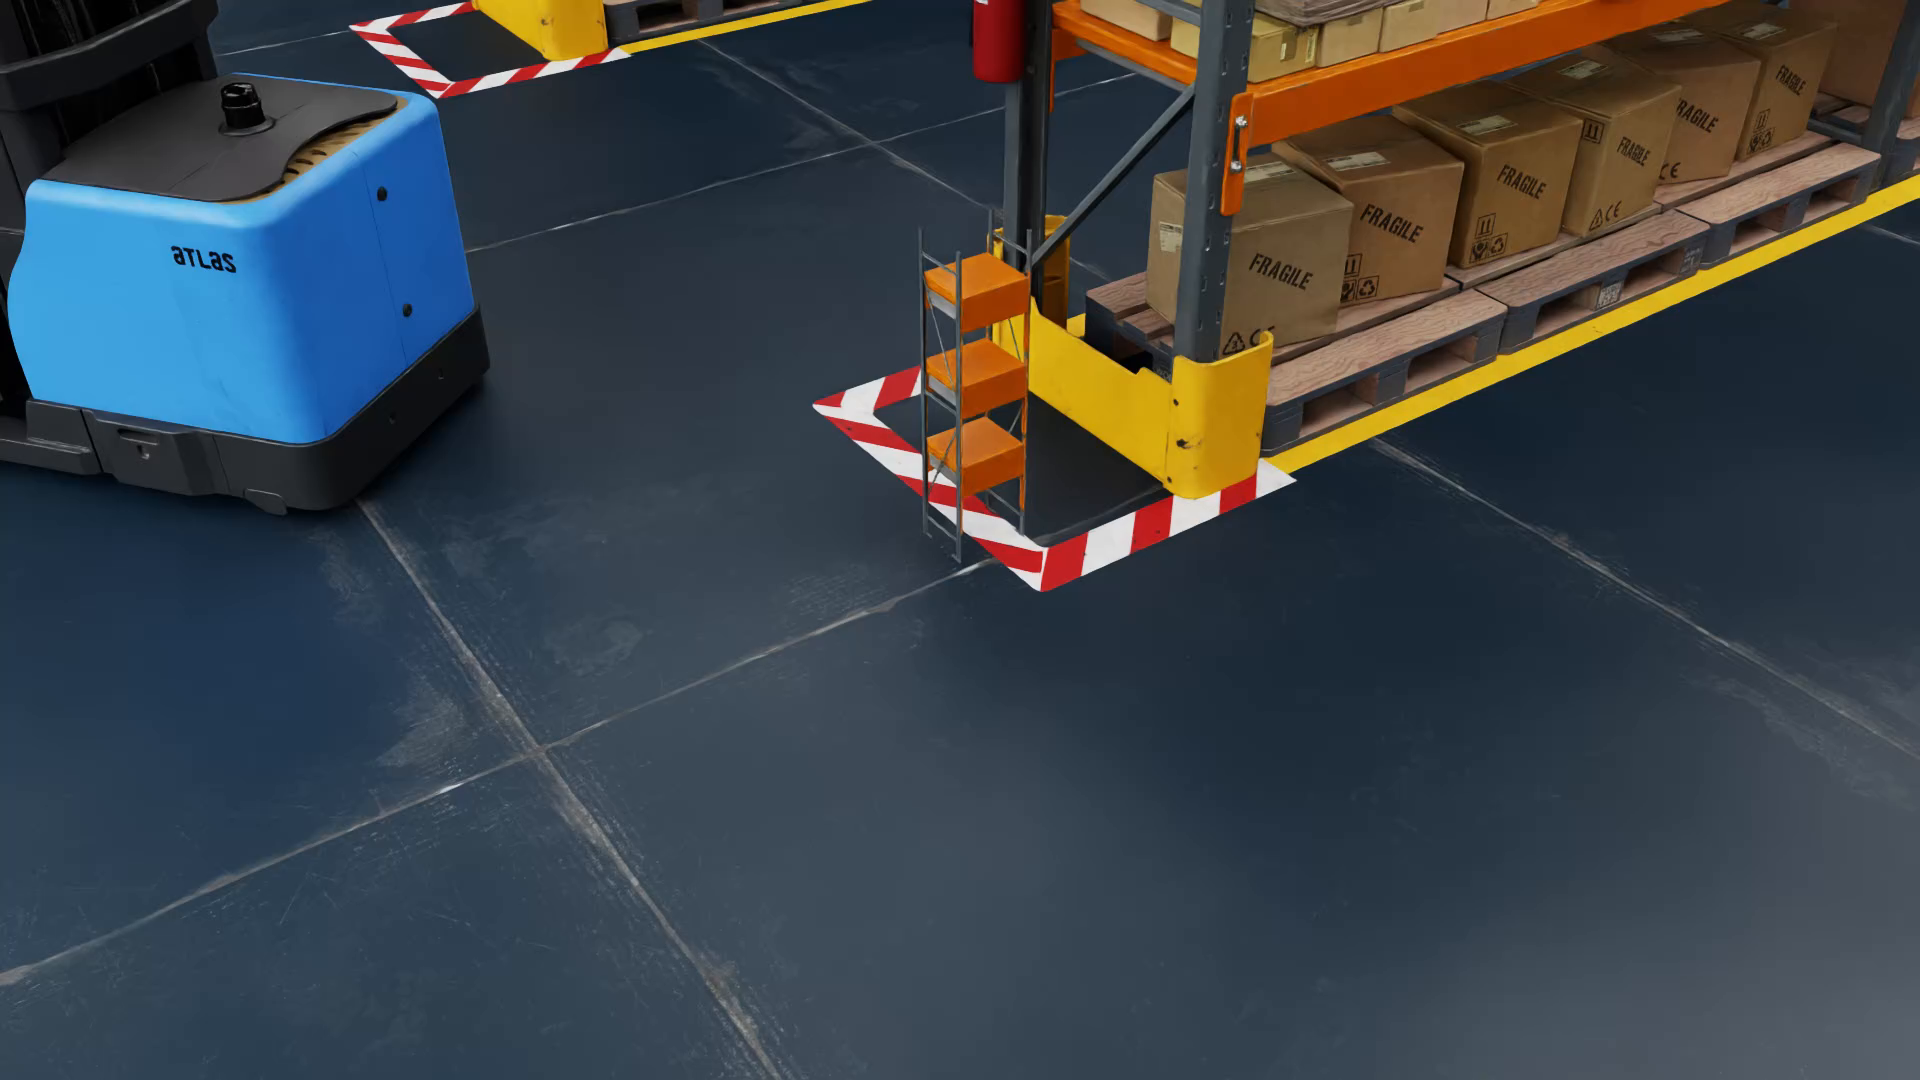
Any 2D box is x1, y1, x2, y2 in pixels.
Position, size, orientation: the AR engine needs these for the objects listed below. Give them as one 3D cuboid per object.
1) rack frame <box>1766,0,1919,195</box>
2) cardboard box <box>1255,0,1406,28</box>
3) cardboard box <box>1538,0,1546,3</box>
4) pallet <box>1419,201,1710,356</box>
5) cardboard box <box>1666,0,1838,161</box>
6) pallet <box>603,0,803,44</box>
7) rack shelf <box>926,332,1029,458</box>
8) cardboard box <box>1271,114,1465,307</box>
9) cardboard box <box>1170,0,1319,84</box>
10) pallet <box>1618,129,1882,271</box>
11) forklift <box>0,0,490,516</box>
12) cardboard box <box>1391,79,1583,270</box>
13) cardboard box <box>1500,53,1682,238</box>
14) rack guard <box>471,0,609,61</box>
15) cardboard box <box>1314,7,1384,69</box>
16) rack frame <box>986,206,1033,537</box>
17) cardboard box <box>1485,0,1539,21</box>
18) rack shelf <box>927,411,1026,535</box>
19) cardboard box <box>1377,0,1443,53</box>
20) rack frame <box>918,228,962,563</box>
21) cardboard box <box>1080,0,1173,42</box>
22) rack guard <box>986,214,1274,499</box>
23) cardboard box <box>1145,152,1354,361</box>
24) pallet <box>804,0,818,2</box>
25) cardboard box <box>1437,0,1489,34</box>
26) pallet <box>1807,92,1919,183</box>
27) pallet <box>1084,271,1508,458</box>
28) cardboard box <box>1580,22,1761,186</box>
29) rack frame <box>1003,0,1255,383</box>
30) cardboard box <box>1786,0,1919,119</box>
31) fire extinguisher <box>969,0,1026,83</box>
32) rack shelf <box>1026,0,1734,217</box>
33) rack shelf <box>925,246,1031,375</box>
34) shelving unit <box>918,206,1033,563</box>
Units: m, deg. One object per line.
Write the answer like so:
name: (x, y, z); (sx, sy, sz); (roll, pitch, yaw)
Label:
rack frame: (3.755, -2.992, 6.841); (0.127, 3.000, 1.000); (-22, 41, -28)
cardboard box: (0.951, -1.980, 5.094); (0.500, 0.500, 0.875); (-22, 41, -28)
cardboard box: (1.874, -1.950, 5.608); (0.250, 0.149, 0.380); (-22, 41, -28)
pallet: (2.228, -1.205, 6.744); (1.213, 0.211, 1.003); (-22, 41, -28)
cardboard box: (3.405, -2.032, 7.288); (0.500, 0.500, 0.500); (-24, 42, -29)
pallet: (-1.666, -3.197, 9.515); (1.213, 0.211, 1.003); (-22, 41, -28)
rack shelf: (0.044, -0.436, 4.975); (0.240, 0.259, 0.215); (-22, 41, -28)
cardboard box: (1.474, -1.222, 6.161); (0.500, 0.500, 0.500); (-12, 37, -16)
cardboard box: (0.856, -1.527, 5.019); (0.250, 0.149, 0.380); (-22, 41, -28)
pallet: (3.226, -1.617, 7.318); (1.213, 0.211, 1.003); (-22, 41, -28)
forklift: (-3.270, -1.753, 5.178); (3.031, 2.935, 1.130); (10, 37, 13)
cardboard box: (1.997, -1.423, 6.441); (0.500, 0.500, 0.500); (-18, 40, -24)
cardboard box: (2.479, -1.590, 6.673); (0.500, 0.500, 0.500); (-26, 43, -32)
rack guard: (-2.333, -3.044, 9.054); (0.348, 0.500, 1.175); (-22, 41, -28)
cardboard box: (1.071, -1.602, 5.123); (0.250, 0.149, 0.380); (-22, 41, -28)
rack frame: (0.143, -0.485, 5.025); (0.008, 1.050, 0.200); (-22, 41, -28)
cardboard box: (1.685, -1.853, 5.473); (0.250, 0.149, 0.380); (-22, 41, -28)
rack shelf: (0.044, -0.210, 5.137); (0.240, 0.259, 0.215); (-22, 41, -28)
cardboard box: (1.284, -1.679, 5.230); (0.250, 0.149, 0.380); (-22, 41, -28)
rack frame: (-0.056, -0.403, 4.911); (0.008, 1.050, 0.200); (-22, 41, -28)
cardboard box: (0.599, -1.739, 5.314); (0.250, 0.149, 0.380); (-22, 41, -28)
rack guard: (0.548, -0.657, 5.736); (0.348, 0.500, 1.175); (-22, 41, -28)
cardboard box: (1.005, -1.004, 5.859); (0.500, 0.500, 0.500); (-15, 38, -20)
pallet: (-0.669, -3.605, 10.082); (1.213, 0.211, 1.003); (-22, 41, -28)
cardboard box: (1.476, -1.773, 5.361); (0.250, 0.149, 0.380); (-22, 41, -28)
pallet: (4.391, -2.123, 8.021); (1.213, 0.211, 1.003); (-22, 41, -28)
pallet: (1.232, -0.797, 6.177); (1.213, 0.211, 1.003); (-22, 41, -28)
cardboard box: (2.941, -1.836, 7.015); (0.500, 0.500, 0.500); (-10, 37, -14)
rack frame: (0.485, -1.647, 4.971); (0.127, 3.000, 1.000); (-22, 41, -28)
cardboard box: (4.269, -2.352, 7.716); (0.500, 0.500, 0.700); (-26, 43, -31)
fire extinguisher: (0.126, -1.797, 5.245); (0.183, 0.674, 0.296); (-22, 41, -28)
rack shelf: (2.120, -2.027, 6.116); (4.000, 0.370, 1.077); (-22, 41, -28)
rack shelf: (0.044, -0.666, 4.809); (0.240, 0.259, 0.215); (-22, 41, -28)
shelving unit: (0.044, -0.444, 4.968); (0.252, 1.050, 0.215); (-22, 41, -28)
